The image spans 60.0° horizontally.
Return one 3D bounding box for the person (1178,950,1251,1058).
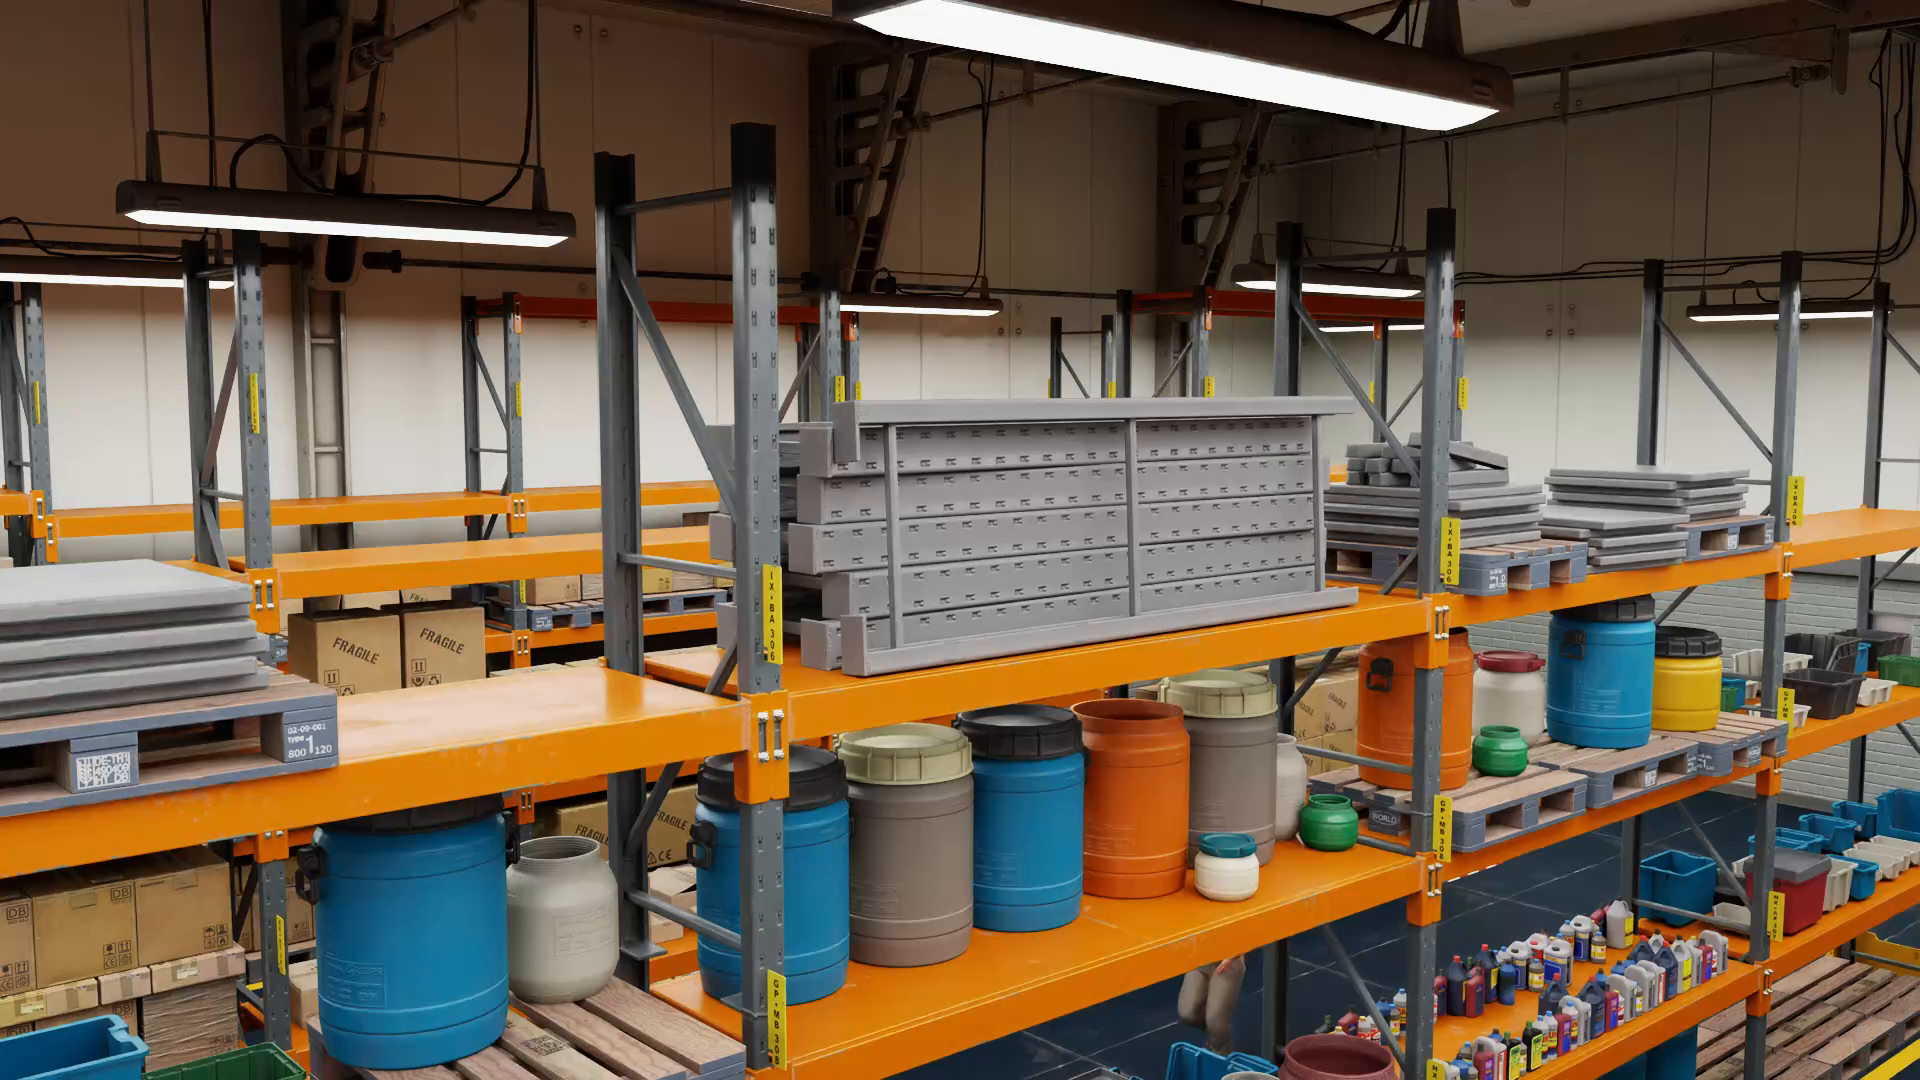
[{"bbox_3d":[1.901,3.160,12.340,0.641,1.679,0.596,5,7,40],"label":"person"}]
